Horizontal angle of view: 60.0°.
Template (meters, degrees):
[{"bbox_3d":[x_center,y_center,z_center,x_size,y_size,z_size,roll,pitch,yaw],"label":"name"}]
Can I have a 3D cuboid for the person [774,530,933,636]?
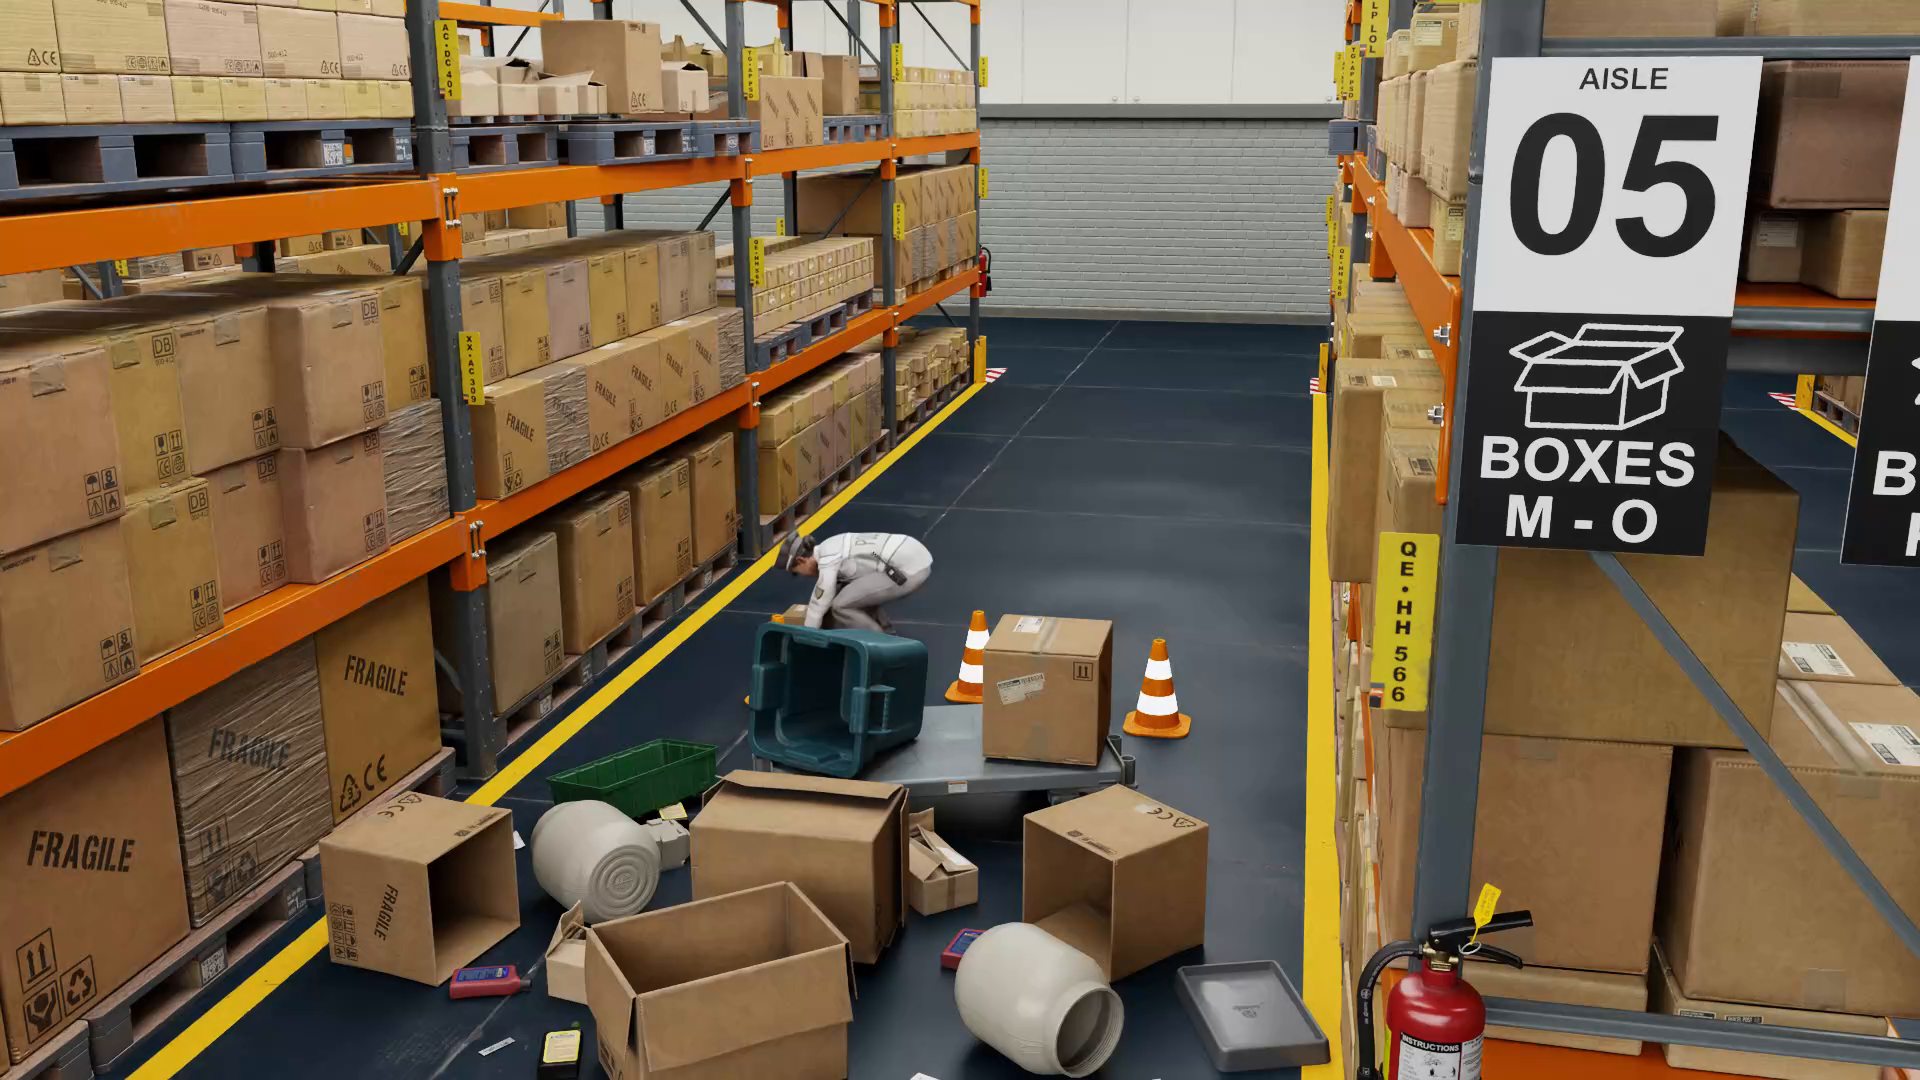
[{"bbox_3d":[-0.619,0.325,9.608,0.915,0.763,0.450,3,15,10],"label":"person"}]
